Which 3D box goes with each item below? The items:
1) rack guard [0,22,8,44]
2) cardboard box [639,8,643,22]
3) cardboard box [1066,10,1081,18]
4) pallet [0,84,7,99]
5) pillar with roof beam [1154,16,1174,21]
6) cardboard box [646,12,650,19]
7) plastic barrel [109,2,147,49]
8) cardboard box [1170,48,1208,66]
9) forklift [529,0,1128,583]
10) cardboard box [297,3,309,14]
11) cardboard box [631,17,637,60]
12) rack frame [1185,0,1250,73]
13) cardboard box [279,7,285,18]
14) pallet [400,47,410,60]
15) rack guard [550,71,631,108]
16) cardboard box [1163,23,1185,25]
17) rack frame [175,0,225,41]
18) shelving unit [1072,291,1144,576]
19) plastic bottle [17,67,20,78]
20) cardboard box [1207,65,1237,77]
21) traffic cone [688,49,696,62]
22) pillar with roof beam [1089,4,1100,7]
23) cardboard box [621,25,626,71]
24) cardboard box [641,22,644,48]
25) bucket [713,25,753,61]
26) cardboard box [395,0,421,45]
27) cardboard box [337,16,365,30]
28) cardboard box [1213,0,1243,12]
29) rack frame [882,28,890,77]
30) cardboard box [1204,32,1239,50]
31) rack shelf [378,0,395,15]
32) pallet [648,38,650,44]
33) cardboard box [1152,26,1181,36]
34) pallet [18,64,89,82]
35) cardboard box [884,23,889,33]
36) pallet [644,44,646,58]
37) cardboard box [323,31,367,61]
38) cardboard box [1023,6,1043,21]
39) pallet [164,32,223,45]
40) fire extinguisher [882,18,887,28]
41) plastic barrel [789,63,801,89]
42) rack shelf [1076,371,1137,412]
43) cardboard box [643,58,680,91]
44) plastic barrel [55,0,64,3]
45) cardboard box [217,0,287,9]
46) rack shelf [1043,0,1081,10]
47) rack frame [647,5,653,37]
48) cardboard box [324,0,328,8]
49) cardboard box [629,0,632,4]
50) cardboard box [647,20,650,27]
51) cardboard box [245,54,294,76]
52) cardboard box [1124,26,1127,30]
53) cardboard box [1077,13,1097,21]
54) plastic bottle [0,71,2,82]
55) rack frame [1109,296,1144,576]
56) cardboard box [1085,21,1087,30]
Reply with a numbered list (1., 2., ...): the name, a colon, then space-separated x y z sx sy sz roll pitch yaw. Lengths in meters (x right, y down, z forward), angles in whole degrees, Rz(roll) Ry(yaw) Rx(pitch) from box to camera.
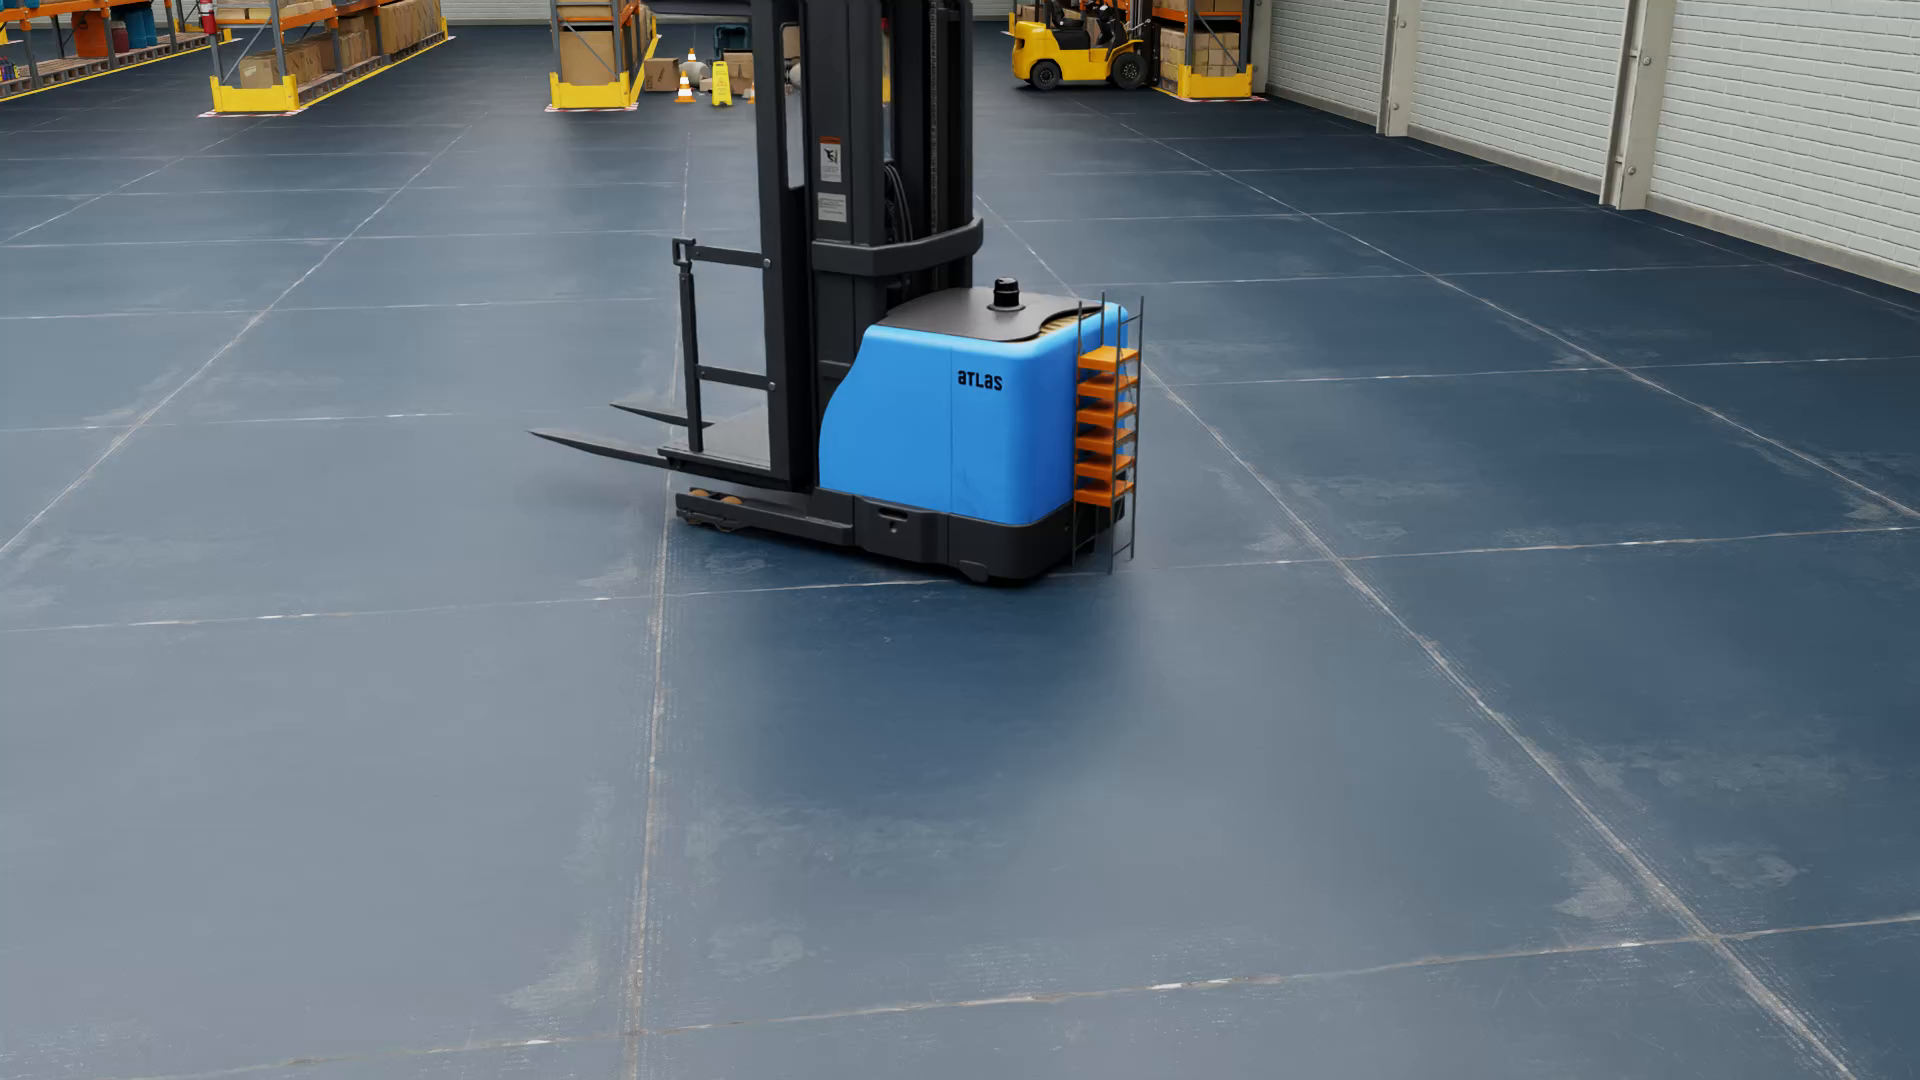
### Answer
1. rack guard: -22.687 -11.715 38.368 1.175 0.500 0.348 -3 21 -8
2. cardboard box: -6.811 -10.832 34.331 0.500 0.250 0.500 -3 21 -7
3. cardboard box: 2.491 -11.341 35.838 0.380 0.149 0.250 -4 21 -10
4. pallet: -15.832 -7.042 26.269 1.003 0.211 1.213 -3 21 -8
5. pillar with roof beam: -0.204 -13.580 31.214 9.100 9.000 0.400 -3 21 -8
6. cardboard box: -7.434 -12.239 38.823 0.380 0.149 0.250 -2 21 -6
7. plastic barrel: -17.056 -10.555 34.089 0.600 0.901 0.708 -3 21 -8
8. cardboard box: 3.750 -7.918 27.245 0.500 0.250 0.500 -3 21 -8
9. forklift: -0.756 -1.554 7.687 3.031 2.935 1.130 12 24 29
10. cardboard box: -10.514 -8.388 26.247 0.380 0.149 0.250 -3 21 -8
11. cardboard box: -6.691 -9.481 31.429 1.050 0.750 0.750 -3 21 -7
12. rack frame: 4.129 -8.623 26.515 1.000 3.000 0.127 -3 21 -8
13. cardboard box: -10.411 -7.952 25.078 0.380 0.149 0.250 -3 21 -8
14. pallet: -11.953 -10.033 34.277 1.003 0.211 1.213 -3 21 -8
15. rack guard: -5.662 -6.907 25.495 1.175 0.500 0.348 -3 21 -8
16. cardboard box: 3.903 -9.049 29.558 0.500 0.250 0.500 -3 21 -9
17. rack frame: -17.796 -13.161 38.667 1.000 3.000 0.127 -3 21 -8
18. shelving unit: 0.639 -0.458 7.227 0.189 1.200 0.258 12 24 29
19. plastic bottle: -15.706 -7.792 27.661 0.097 0.201 0.097 0 20 0
20. cardboard box: 4.252 -7.711 27.405 0.500 0.250 0.500 -3 21 -8
21. traffic cone: -4.942 -8.823 30.678 0.336 0.463 0.334 -3 21 -8
22. pillar with roof beam: -1.069 -15.657 36.776 9.100 9.000 0.400 -3 21 -8
23. cardboard box: -6.221 -8.451 28.493 0.875 0.875 0.875 -3 21 -7
24. cardboard box: -6.745 -10.314 34.015 0.500 0.500 0.500 -3 21 -7
25. bucket: -3.941 -8.719 29.280 0.726 0.611 0.620 4 11 11
26. cardboard box: -12.206 -11.007 35.335 1.225 0.875 0.875 -3 21 -8
27. cardboard box: -11.616 -9.797 31.532 0.500 0.250 0.500 -2 21 -6
28. cardboard box: 4.333 -8.855 26.995 0.500 0.500 0.500 -2 21 -6
29. rack frame: -0.782 -8.371 25.842 1.000 3.000 0.127 -3 21 -8
30. cardboard box: 4.247 -8.176 27.219 0.500 0.250 0.500 -3 21 -9
31. rack shelf: -12.030 -10.996 33.899 1.077 0.370 4.000 -3 21 -8
32. pallet: -7.707 -11.589 38.443 1.003 0.211 1.213 -3 21 -8
33. cardboard box: 3.527 -8.670 28.543 0.500 0.250 0.500 -3 21 -9
34. pallet: -16.397 -8.393 29.887 1.003 0.211 1.213 -3 21 -8
35. cardboard box: -1.275 -8.323 27.043 0.380 0.149 0.250 -2 21 -6
36. pallet: -7.103 -10.242 34.837 1.003 0.211 1.213 -3 21 -8
37. cardboard box: -11.533 -9.254 31.149 0.700 0.500 0.500 -5 21 -12
38. cardboard box: 1.902 -12.674 40.334 0.700 0.500 0.500 -2 21 -6
39. pallet: -17.716 -11.567 38.385 1.003 0.211 1.213 -3 21 -8
40. fire extinguisher: -1.222 -8.272 25.687 0.296 0.674 0.183 -3 21 -8
41. plastic barrel: -2.578 -7.803 28.003 0.512 0.421 0.421 12 24 30
42. rack shelf: 0.639 -0.641 7.159 0.180 0.103 0.258 12 24 29
43. cardboard box: -5.003 -7.816 27.924 0.500 0.500 0.500 1 20 2
44. plastic barrel: -16.155 -9.816 29.517 0.433 0.535 0.433 0 20 0
45. cardboard box: -10.641 -8.249 24.947 0.875 0.500 0.500 -3 21 -8
46. rack shelf: 2.688 -11.748 35.911 1.077 0.370 4.000 -3 21 -8
47. rack frame: -7.972 -13.626 39.912 1.000 3.000 0.127 -3 21 -8
48. cardboard box: -10.817 -8.992 27.863 0.380 0.149 0.250 -3 21 -8
49. cardboard box: -6.052 -9.714 29.294 0.500 0.500 0.500 -3 21 -7
50. cardboard box: -7.364 -11.916 38.383 0.380 0.149 0.250 -3 21 -7
51. cardboard box: -10.782 -7.319 25.998 0.500 0.500 0.500 2 21 6
52. cardboard box: 3.466 -9.272 31.048 0.875 0.625 0.625 -2 21 -5
53. cardboard box: 2.654 -10.880 34.605 0.380 0.149 0.250 -4 21 -10
54. plastic bottle: -15.614 -7.585 26.894 0.144 0.351 0.185 -3 21 -8
55. rack frame: 0.718 -0.441 7.183 0.006 1.200 0.240 12 24 29
56. cardboard box: 2.702 -10.554 34.658 0.500 0.500 0.500 -2 21 -6
